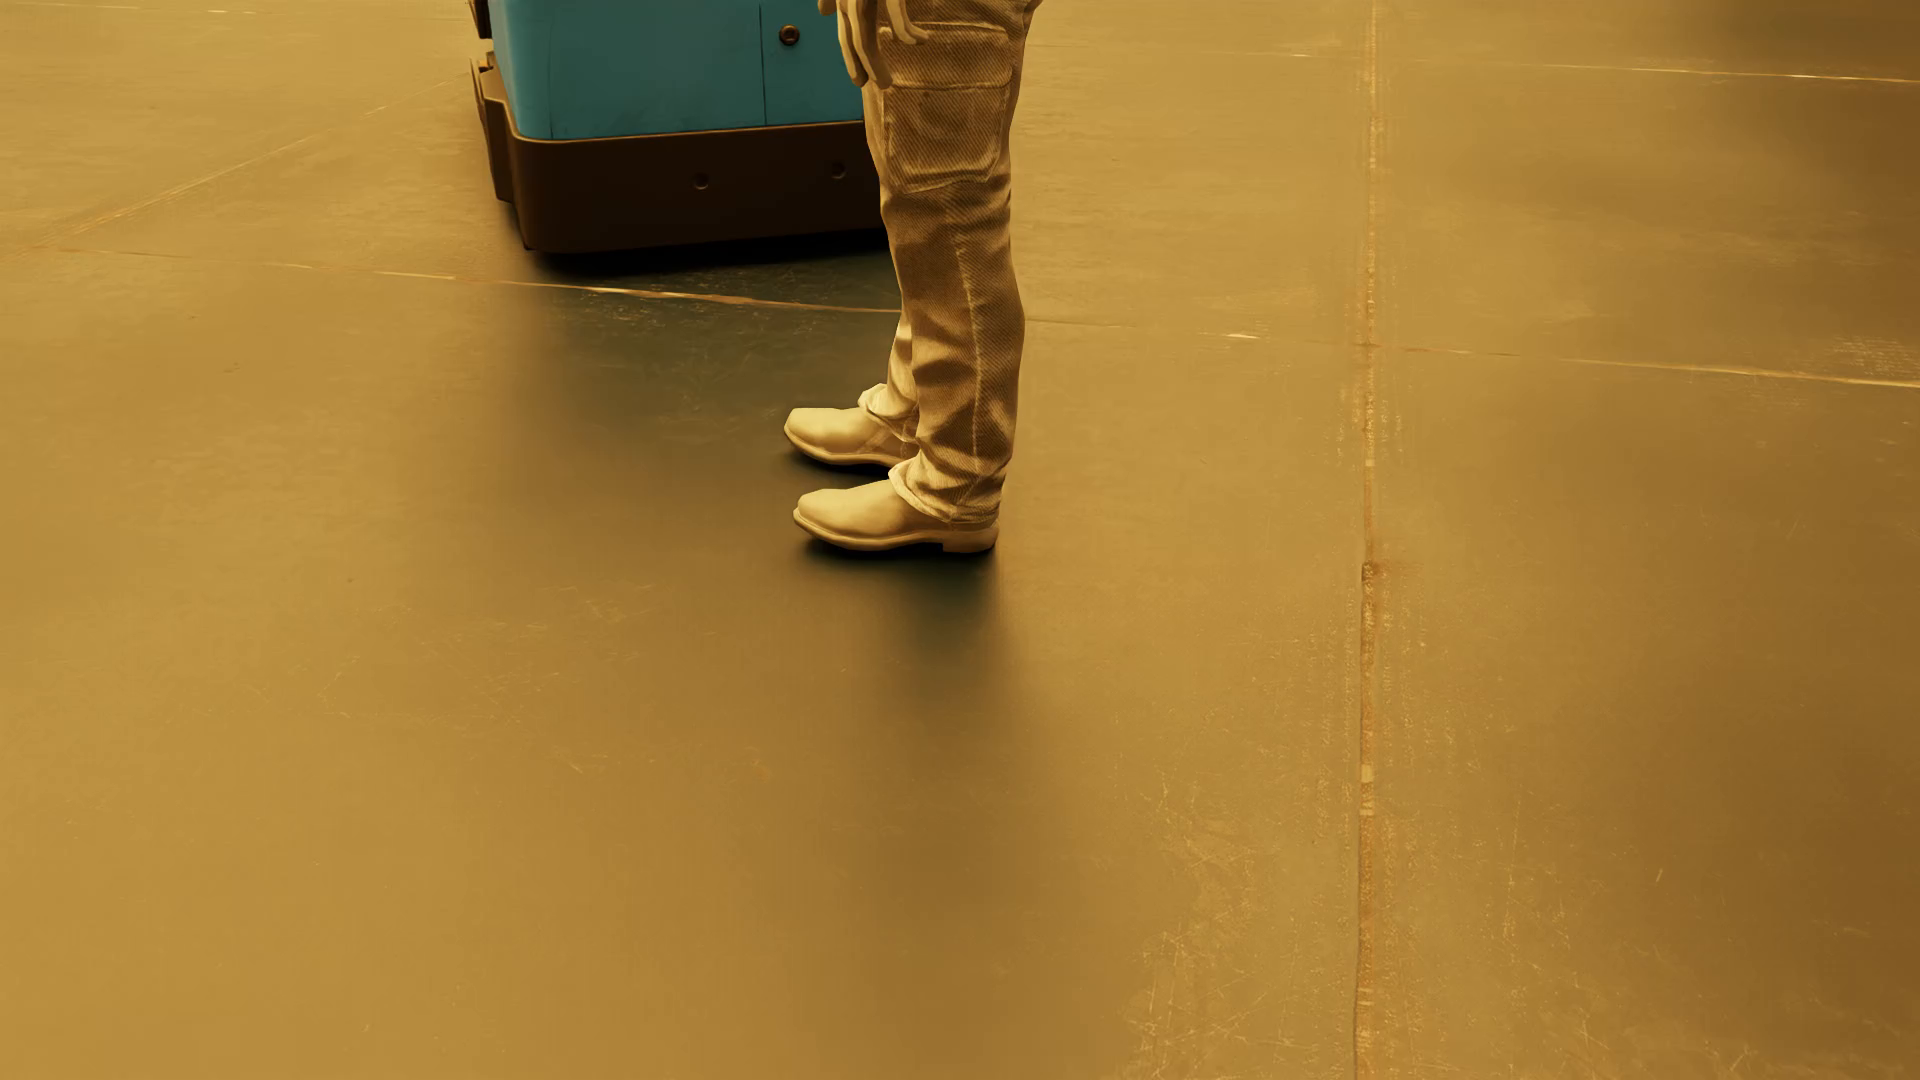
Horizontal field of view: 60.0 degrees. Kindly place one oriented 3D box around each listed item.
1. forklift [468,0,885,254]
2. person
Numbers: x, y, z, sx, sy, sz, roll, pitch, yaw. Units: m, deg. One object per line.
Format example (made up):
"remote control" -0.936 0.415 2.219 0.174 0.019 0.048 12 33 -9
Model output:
"forklift" -0.856 -2.563 4.327 1.130 2.935 3.031 -8 28 -15
"person" -0.068 -0.813 2.117 0.577 1.781 0.656 6 27 11
